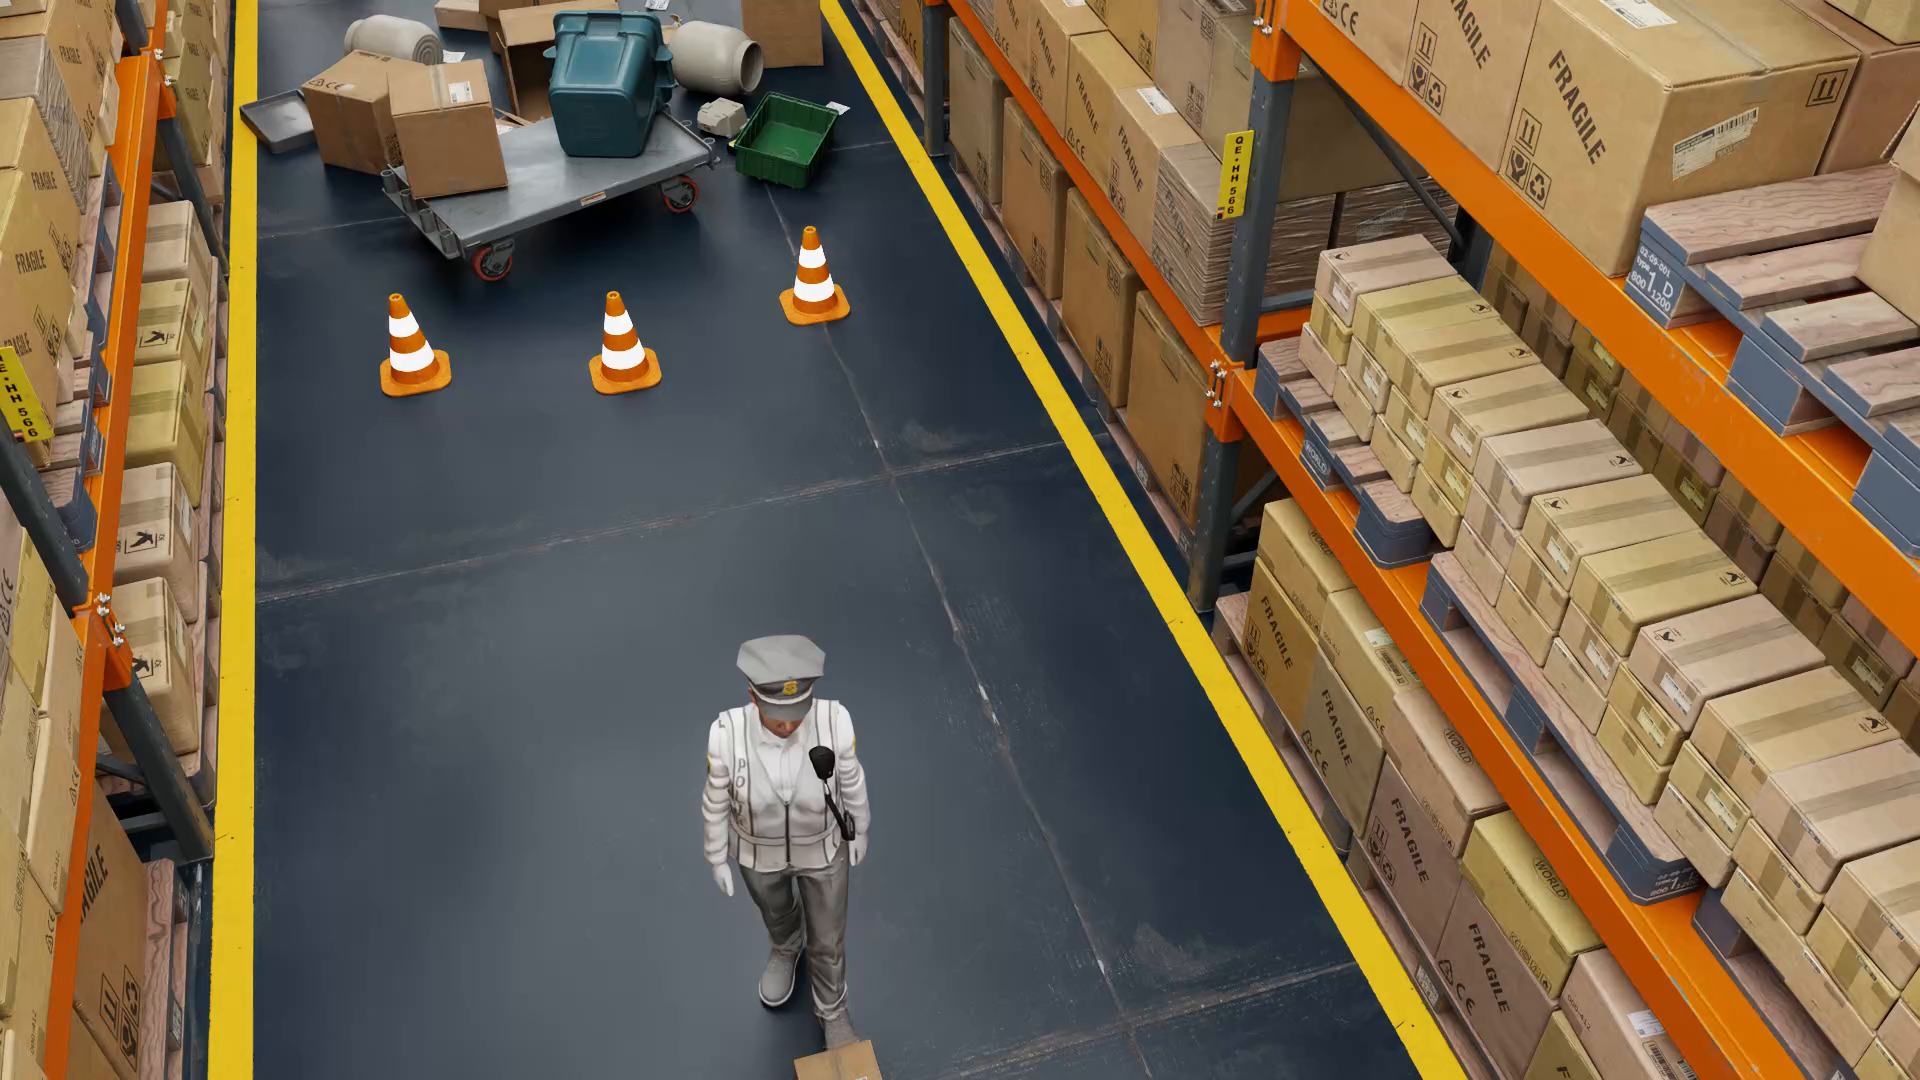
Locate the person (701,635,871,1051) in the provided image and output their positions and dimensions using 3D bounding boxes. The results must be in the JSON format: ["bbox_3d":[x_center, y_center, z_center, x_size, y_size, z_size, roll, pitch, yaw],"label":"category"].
[{"bbox_3d":[-0.523,0.968,5.079,0.514,1.673,0.556,-3,43,-4],"label":"person"}]
